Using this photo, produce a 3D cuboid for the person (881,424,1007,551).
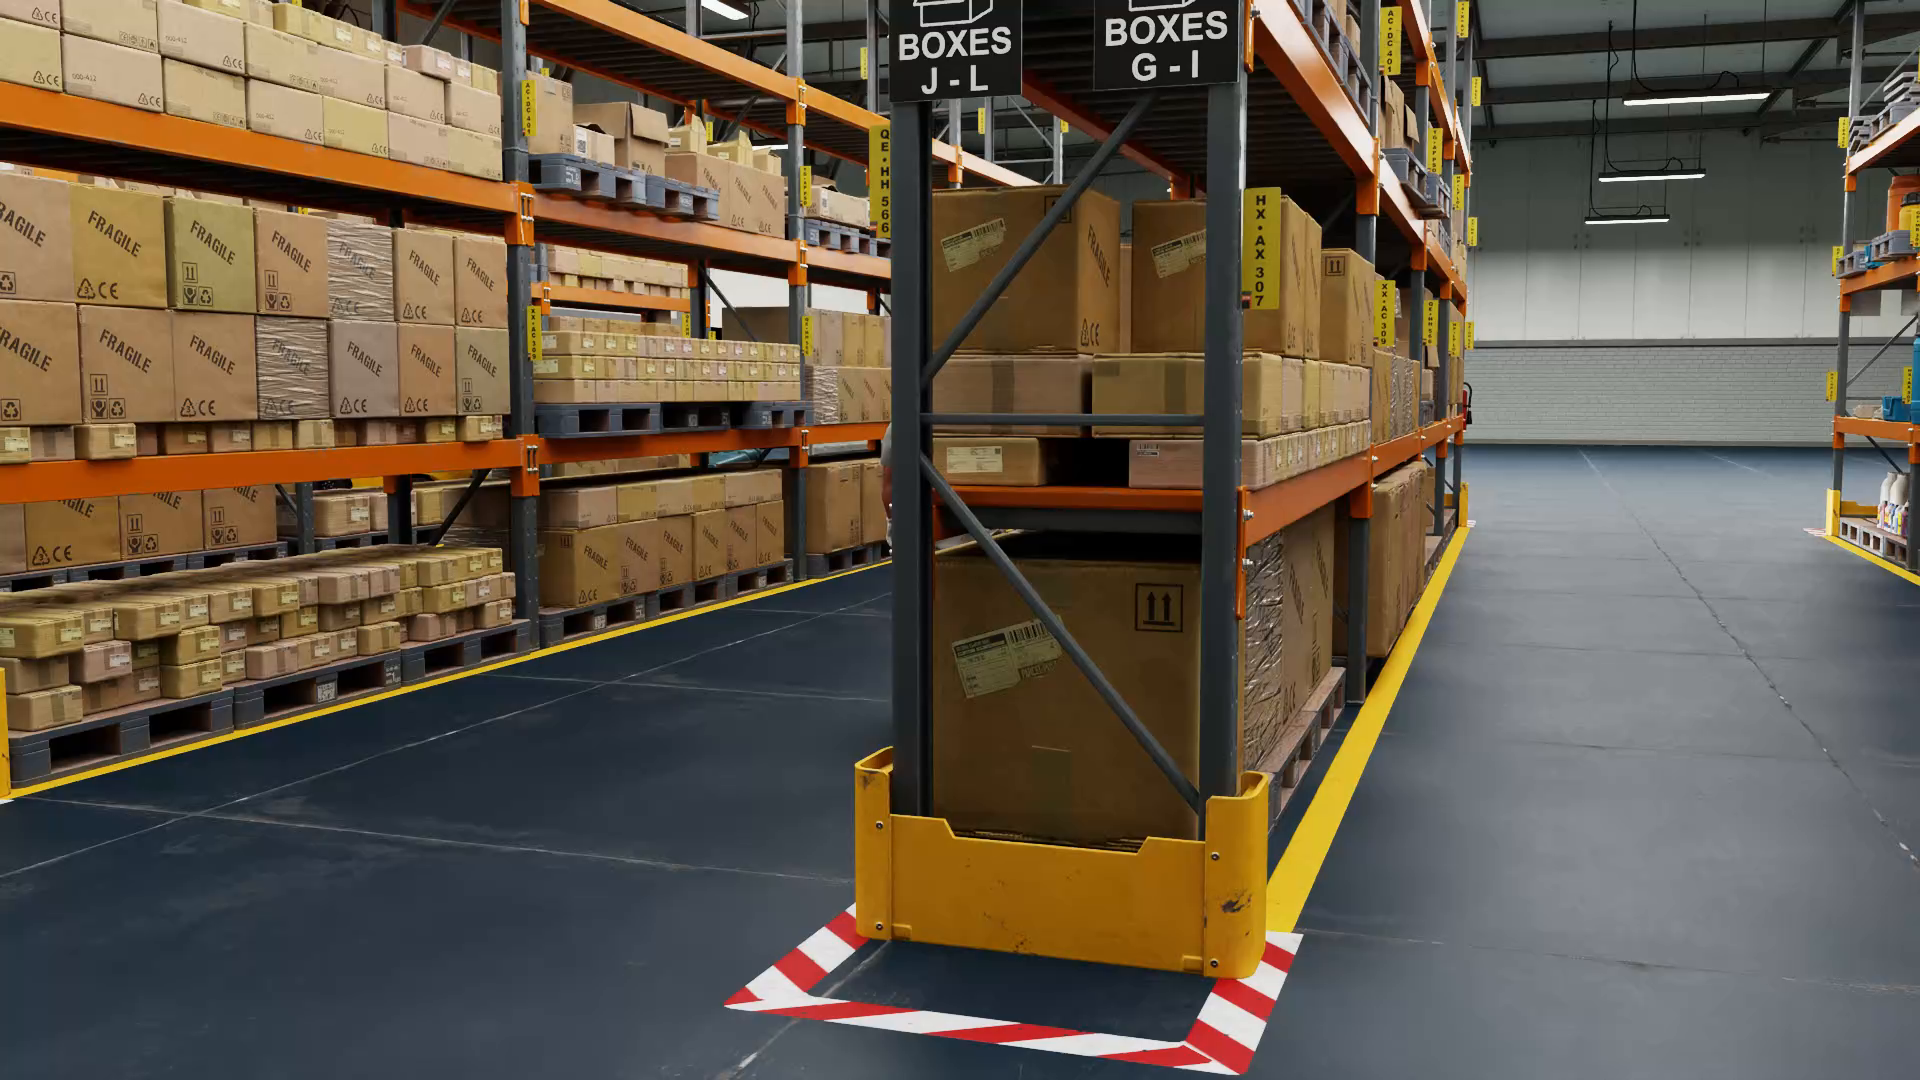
[{"bbox_3d":[-0.058,-0.072,8.503,0.638,1.787,0.564,2,5,19],"label":"person"}]
